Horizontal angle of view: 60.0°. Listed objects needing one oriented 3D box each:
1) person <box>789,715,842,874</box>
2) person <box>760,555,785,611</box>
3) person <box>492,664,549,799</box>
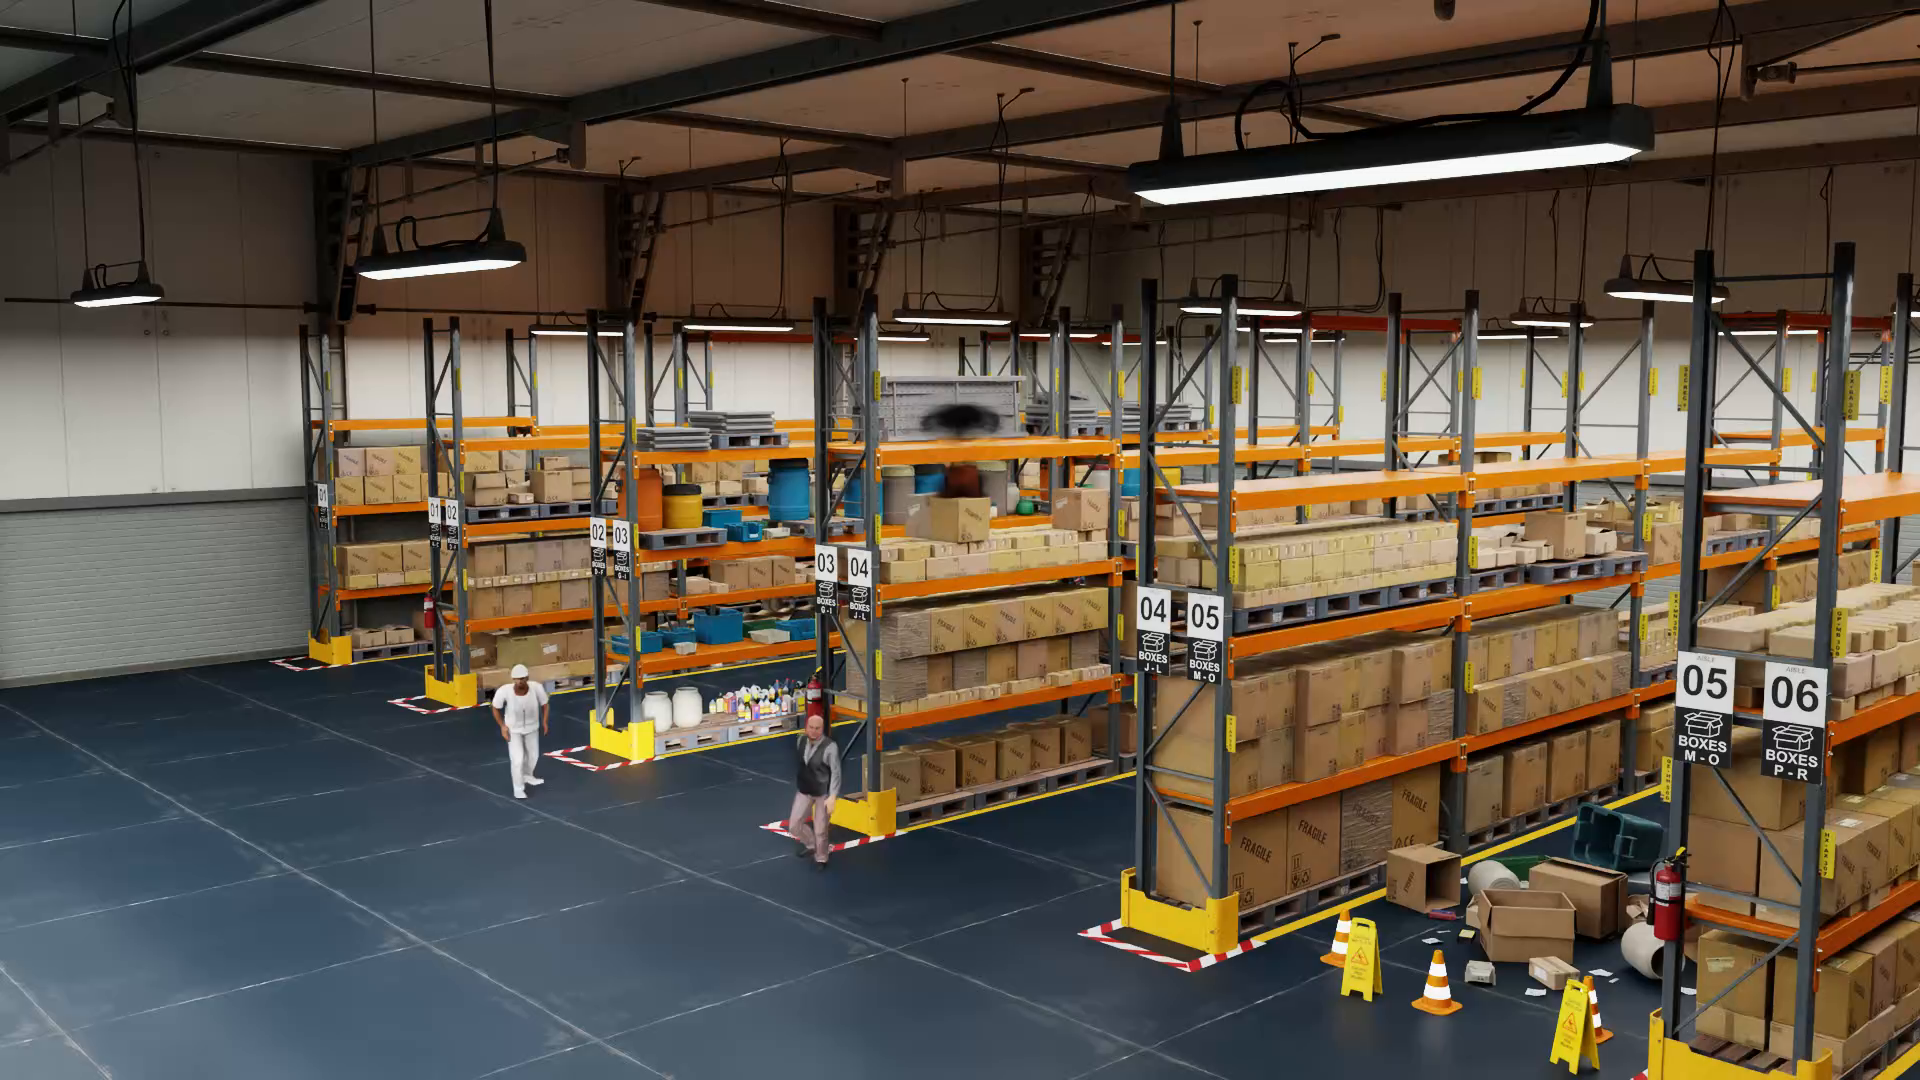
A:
[{"bbox_3d":[-1.478,2.613,17.171,0.689,1.707,0.536,3,6,26],"label":"person"},{"bbox_3d":[-3.693,1.084,32.510,0.656,1.613,0.789,4,7,36],"label":"person"},{"bbox_3d":[-5.341,2.296,20.231,0.697,1.672,0.873,-3,7,-31],"label":"person"}]
